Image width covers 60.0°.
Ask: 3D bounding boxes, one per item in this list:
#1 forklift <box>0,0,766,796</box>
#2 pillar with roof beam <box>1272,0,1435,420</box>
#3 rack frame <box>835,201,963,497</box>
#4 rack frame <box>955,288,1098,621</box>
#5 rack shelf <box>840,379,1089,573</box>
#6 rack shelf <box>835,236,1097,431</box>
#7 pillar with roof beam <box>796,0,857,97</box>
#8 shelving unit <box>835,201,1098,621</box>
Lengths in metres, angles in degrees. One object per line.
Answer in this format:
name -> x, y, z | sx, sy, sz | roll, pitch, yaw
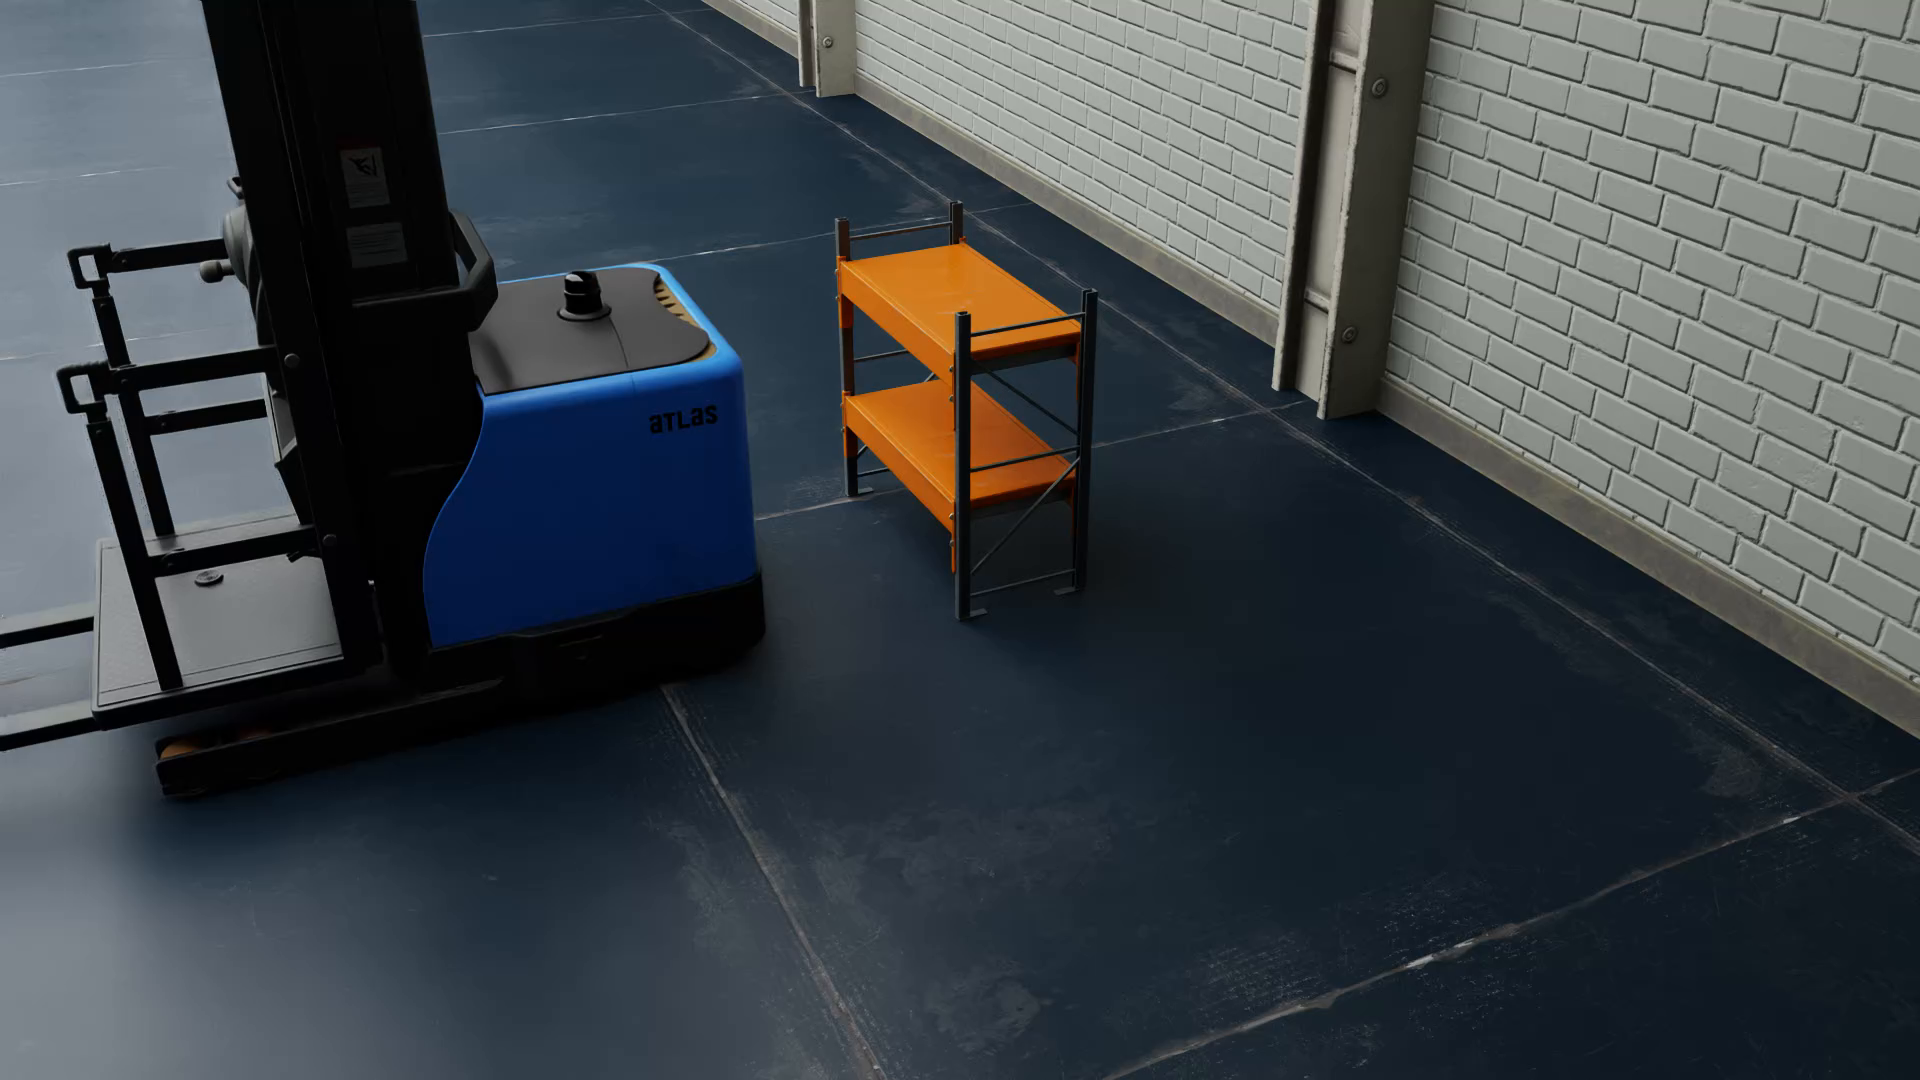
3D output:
forklift -> -2.214, -0.819, 4.713 | 3.031, 2.935, 1.130 | -12, 31, -21
pillar with roof beam -> -2.266, -3.656, 3.570 | 9.100, 9.000, 0.400 | -13, 32, -22
rack frame -> -0.221, -0.718, 6.381 | 0.500, 1.125, 0.032 | -13, 32, -22
rack frame -> 0.215, -0.269, 5.580 | 0.500, 1.125, 0.032 | -13, 32, -22
rack shelf -> -0.003, -0.280, 6.100 | 0.538, 0.278, 1.000 | -13, 32, -22
rack shelf -> -0.003, -0.749, 5.837 | 0.538, 0.278, 1.000 | -13, 32, -22
pillar with roof beam -> -4.842, -6.307, 8.296 | 9.100, 9.000, 0.400 | -13, 32, -22
shelving unit -> -0.003, -0.494, 5.980 | 0.538, 1.125, 1.048 | -13, 32, -22
